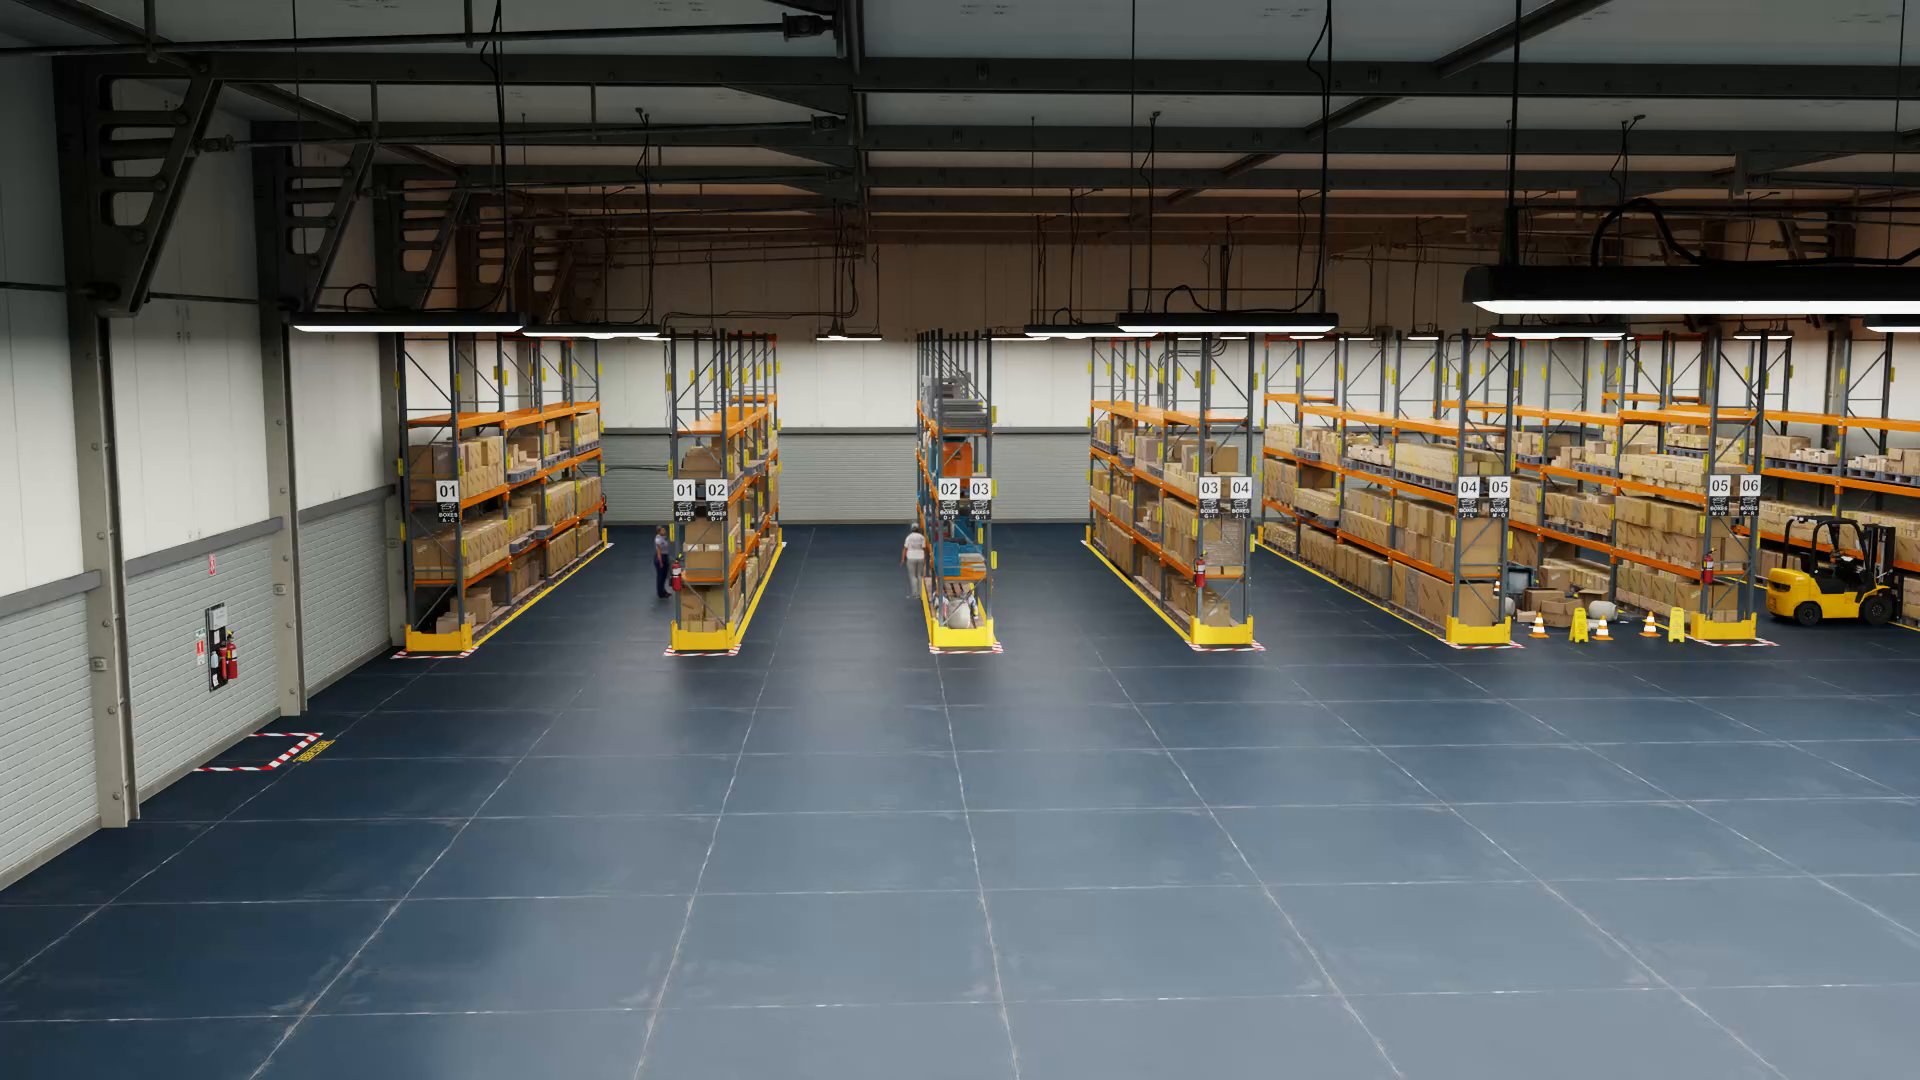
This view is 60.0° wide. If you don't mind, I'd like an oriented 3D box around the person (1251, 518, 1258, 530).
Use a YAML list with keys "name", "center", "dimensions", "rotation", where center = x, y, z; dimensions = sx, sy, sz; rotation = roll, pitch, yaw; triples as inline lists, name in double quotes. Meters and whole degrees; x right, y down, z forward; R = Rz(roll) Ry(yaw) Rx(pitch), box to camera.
- name: "person"
  center: [8.700, -1.081, 50.730]
  dimensions: [0.751, 1.632, 0.452]
  rotation: [-2, 7, -18]

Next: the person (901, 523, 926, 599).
- name: "person"
  center: [-1.032, 0.472, 36.532]
  dimensions: [0.569, 1.693, 0.432]
  rotation: [-4, 8, -31]

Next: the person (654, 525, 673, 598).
- name: "person"
  center: [-6.704, 0.484, 37.636]
  dimensions: [0.415, 1.635, 0.545]
  rotation: [-2, 7, -16]
